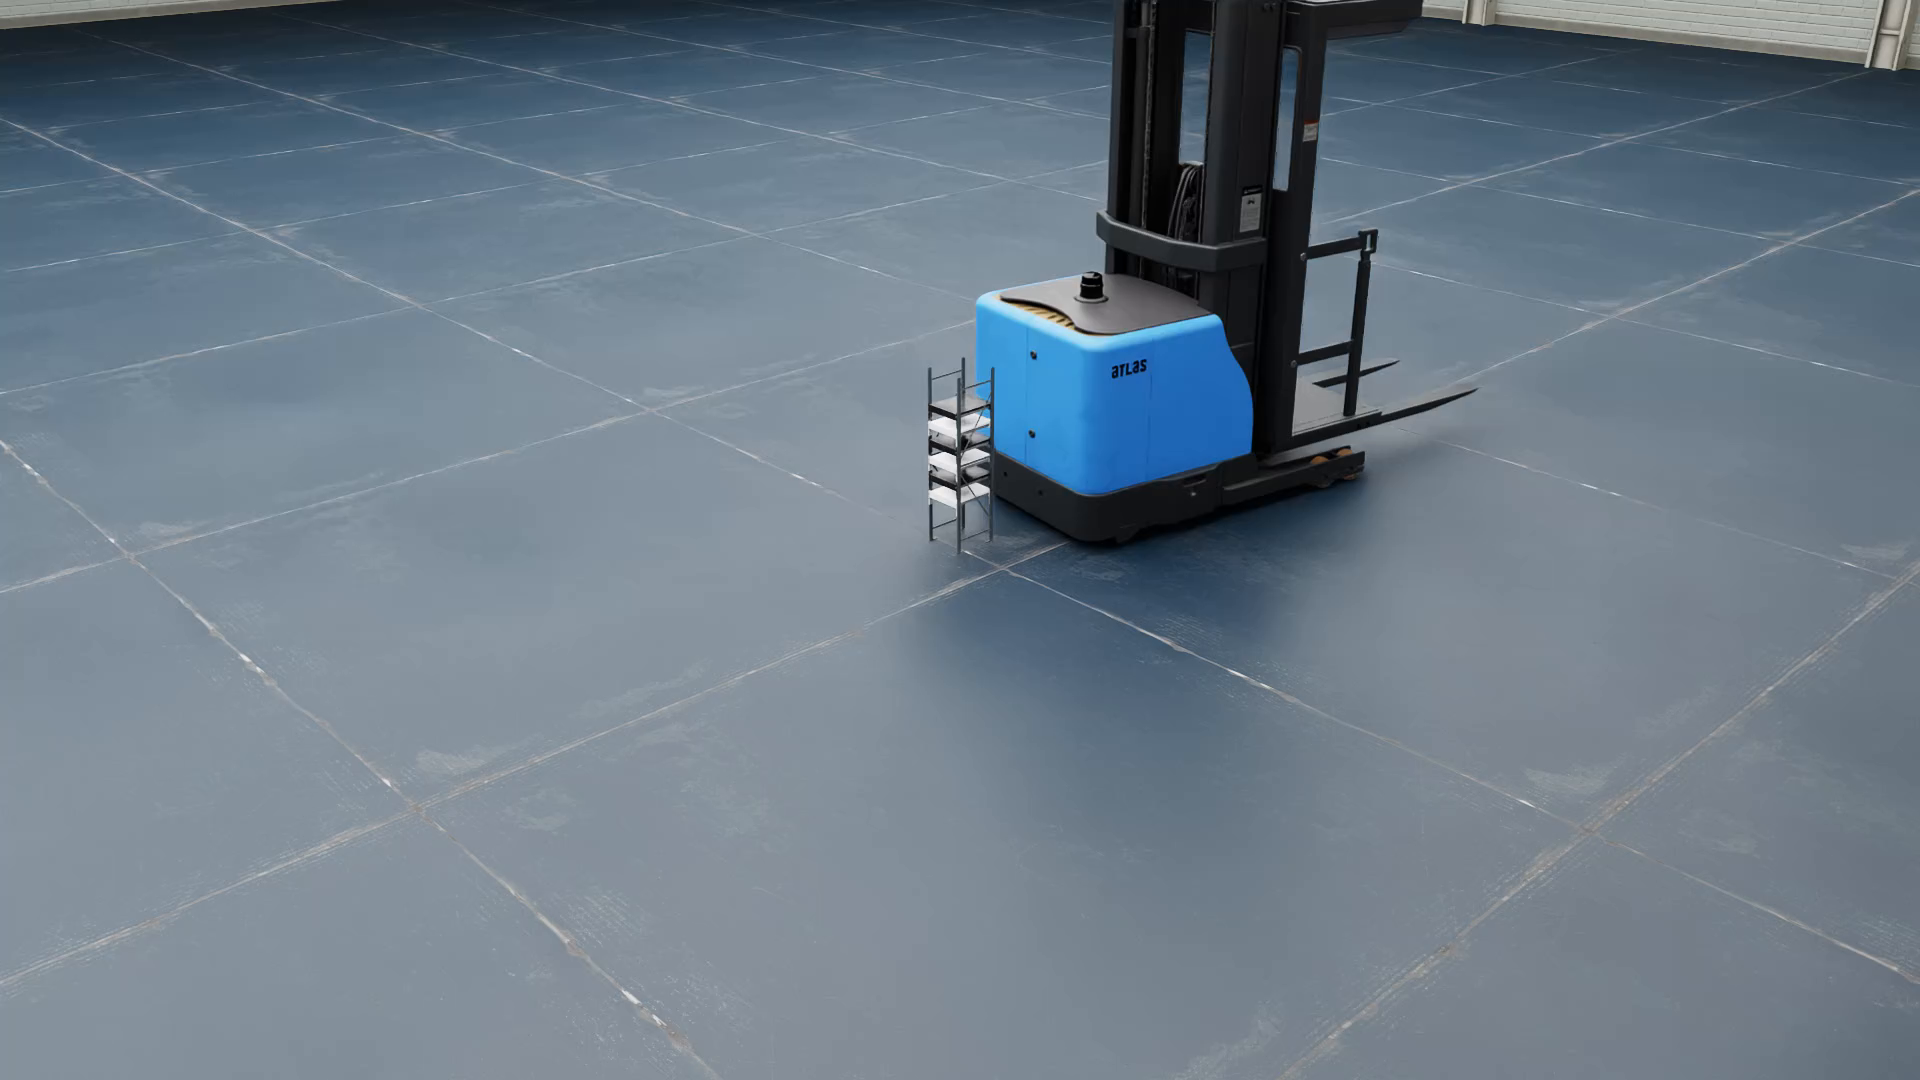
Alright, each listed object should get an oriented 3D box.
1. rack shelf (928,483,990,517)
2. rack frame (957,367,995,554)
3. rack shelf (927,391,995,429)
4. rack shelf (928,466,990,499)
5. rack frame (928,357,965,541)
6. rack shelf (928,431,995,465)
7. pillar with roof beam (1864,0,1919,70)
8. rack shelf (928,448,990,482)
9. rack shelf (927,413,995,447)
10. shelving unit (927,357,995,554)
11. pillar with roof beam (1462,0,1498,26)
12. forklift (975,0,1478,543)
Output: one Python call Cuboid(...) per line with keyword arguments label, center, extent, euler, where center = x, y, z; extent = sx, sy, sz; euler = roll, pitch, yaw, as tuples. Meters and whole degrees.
Cuboid(label="rack shelf", center=(0.006, -0.213, 8.146), extent=(0.258, 0.077, 0.200), euler=(-21, 32, -38))
Cuboid(label="rack frame", center=(0.075, -0.376, 7.990), extent=(0.240, 0.900, 0.006), euler=(-21, 32, -38))
Cuboid(label="rack shelf", center=(0.006, -0.622, 7.960), extent=(0.258, 0.077, 0.200), euler=(-21, 32, -38))
Cuboid(label="rack shelf", center=(0.006, -0.295, 8.109), extent=(0.258, 0.077, 0.200), euler=(-21, 32, -38))
Cuboid(label="rack frame", center=(-0.064, -0.438, 8.125), extent=(0.240, 0.900, 0.006), euler=(-21, 32, -38))
Cuboid(label="rack shelf", center=(0.006, -0.459, 8.034), extent=(0.258, 0.077, 0.200), euler=(-21, 32, -38))
Cuboid(label="pillar with roof beam", center=(9.019, -9.088, 17.329), extent=(9.100, 9.000, 0.400), euler=(-21, 32, -38))
Cuboid(label="rack shelf", center=(0.006, -0.377, 8.072), extent=(0.258, 0.077, 0.200), euler=(-21, 32, -38))
Cuboid(label="rack shelf", center=(0.006, -0.540, 7.997), extent=(0.258, 0.077, 0.200), euler=(-21, 32, -38))
Cuboid(label="shelving unit", center=(0.006, -0.407, 8.058), extent=(0.258, 0.900, 0.210), euler=(-21, 32, -38))
Cuboid(label="pillar with roof beam", center=(4.918, -10.906, 21.314), extent=(9.100, 9.000, 0.400), euler=(-21, 32, -38))
Cuboid(label="forklift", center=(1.570, -1.775, 8.610), extent=(3.031, 2.935, 1.130), euler=(-16, 29, -31))
